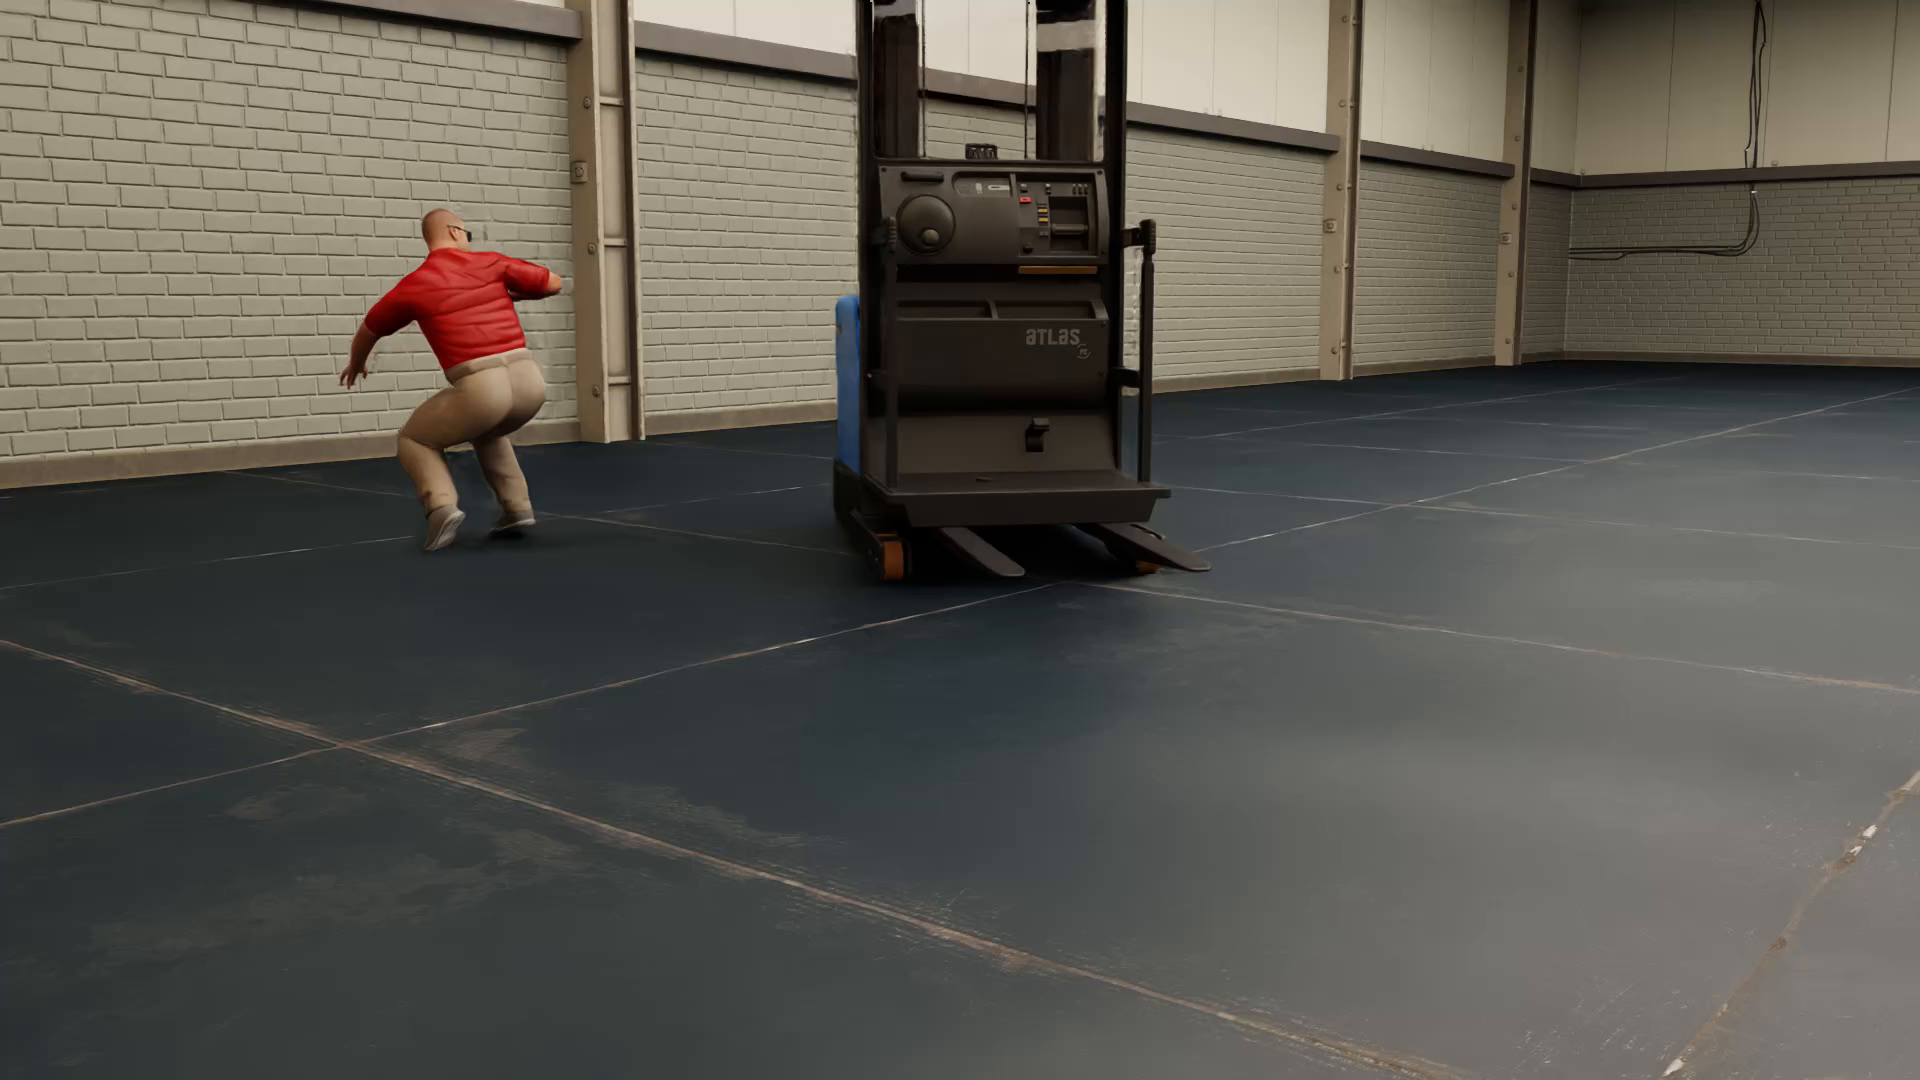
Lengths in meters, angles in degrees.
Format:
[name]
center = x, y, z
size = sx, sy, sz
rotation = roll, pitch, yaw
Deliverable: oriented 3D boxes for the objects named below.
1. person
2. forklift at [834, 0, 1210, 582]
[person]
center = -2.210, -0.704, 7.342
size = 0.796, 1.485, 0.932
rotation = -7, 11, -41
[forklift]
center = 0.179, -1.344, 6.467
size = 1.130, 2.935, 3.031
rotation = -2, 8, -11
